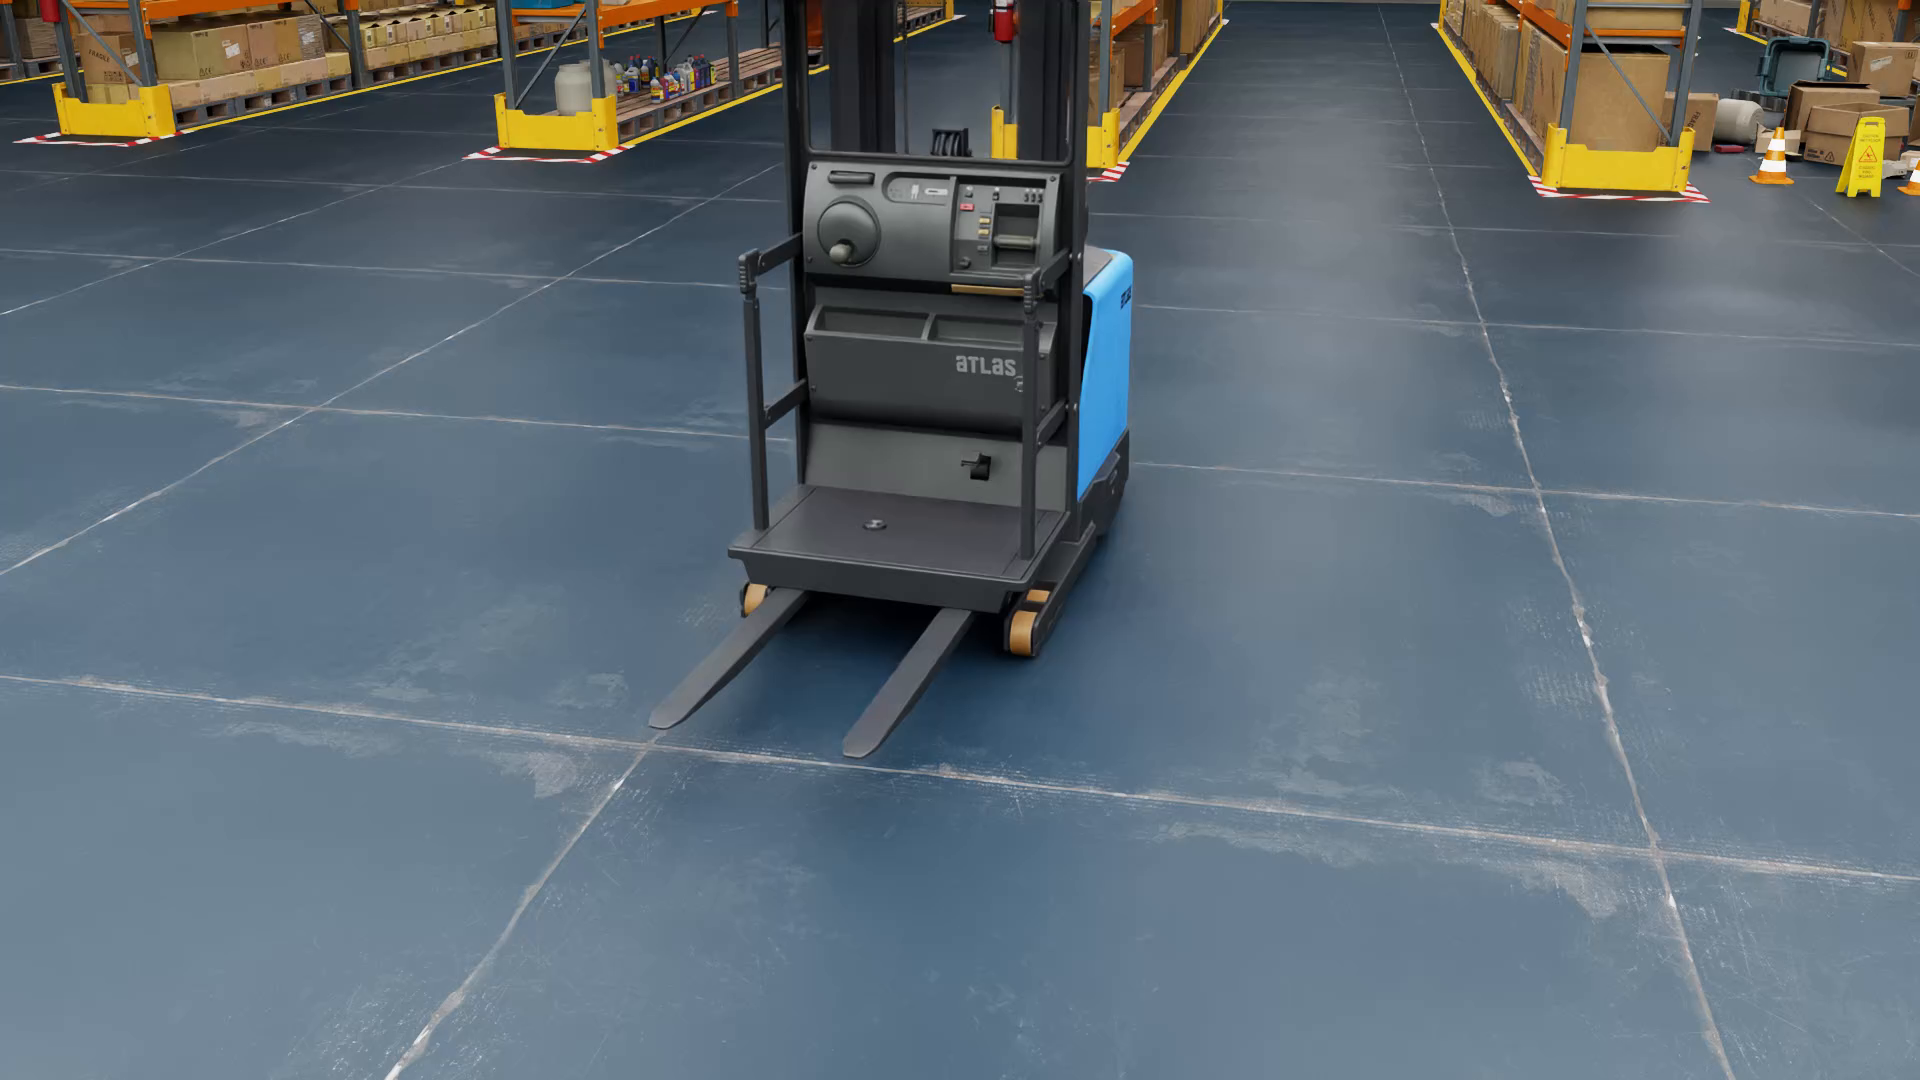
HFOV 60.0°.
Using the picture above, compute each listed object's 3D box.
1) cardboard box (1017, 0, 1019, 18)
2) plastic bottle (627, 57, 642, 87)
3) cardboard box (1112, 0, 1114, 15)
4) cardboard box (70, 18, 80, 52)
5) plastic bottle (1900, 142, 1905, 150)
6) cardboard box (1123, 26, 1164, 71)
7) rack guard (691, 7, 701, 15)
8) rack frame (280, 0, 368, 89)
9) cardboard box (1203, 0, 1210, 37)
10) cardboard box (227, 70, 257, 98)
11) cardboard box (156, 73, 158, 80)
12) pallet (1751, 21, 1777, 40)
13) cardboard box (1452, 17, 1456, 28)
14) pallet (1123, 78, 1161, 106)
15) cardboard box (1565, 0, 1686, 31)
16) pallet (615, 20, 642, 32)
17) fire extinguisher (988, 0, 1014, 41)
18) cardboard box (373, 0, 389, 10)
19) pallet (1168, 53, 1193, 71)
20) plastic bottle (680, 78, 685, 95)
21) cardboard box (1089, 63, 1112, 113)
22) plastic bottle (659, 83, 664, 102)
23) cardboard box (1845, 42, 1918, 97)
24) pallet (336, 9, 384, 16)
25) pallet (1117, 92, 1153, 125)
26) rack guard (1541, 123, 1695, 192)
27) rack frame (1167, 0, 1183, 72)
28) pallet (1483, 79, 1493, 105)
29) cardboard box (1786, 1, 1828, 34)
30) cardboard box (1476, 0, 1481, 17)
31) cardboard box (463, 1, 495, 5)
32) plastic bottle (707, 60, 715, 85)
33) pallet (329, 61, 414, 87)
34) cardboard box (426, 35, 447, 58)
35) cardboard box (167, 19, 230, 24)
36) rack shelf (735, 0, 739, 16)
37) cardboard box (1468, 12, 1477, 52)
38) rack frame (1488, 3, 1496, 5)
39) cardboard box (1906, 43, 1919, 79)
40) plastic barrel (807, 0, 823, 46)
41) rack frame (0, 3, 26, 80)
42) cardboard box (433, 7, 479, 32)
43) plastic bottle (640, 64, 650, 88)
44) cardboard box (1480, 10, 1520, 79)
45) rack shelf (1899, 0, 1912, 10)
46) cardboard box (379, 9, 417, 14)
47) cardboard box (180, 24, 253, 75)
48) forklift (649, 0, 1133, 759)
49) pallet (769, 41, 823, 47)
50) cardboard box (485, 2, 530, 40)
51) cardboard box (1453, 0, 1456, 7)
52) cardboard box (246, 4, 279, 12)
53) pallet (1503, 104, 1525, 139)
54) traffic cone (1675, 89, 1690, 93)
[{"bbox_3d":[0.731,-4.916,15.380,0.380,0.149,0.250,4,22,11],"label":"cardboard box"},{"bbox_3d":[-3.767,-5.395,19.192,0.144,0.351,0.185,4,22,9],"label":"plastic bottle"},{"bbox_3d":[1.237,-4.972,15.519,0.380,0.149,0.250,4,22,11],"label":"cardboard box"},{"bbox_3d":[-12.666,-7.016,23.015,0.700,0.500,0.500,4,22,10],"label":"cardboard box"},{"bbox_3d":[9.294,-3.928,16.524,0.133,0.061,0.283,8,23,20],"label":"plastic bottle"},{"bbox_3d":[2.181,-6.224,21.050,0.700,0.500,0.500,6,23,15],"label":"cardboard box"},{"bbox_3d":[-5.573,-10.333,31.841,1.175,0.500,0.348,4,22,11],"label":"rack guard"},{"bbox_3d":[-8.006,-7.132,20.546,1.000,3.000,0.127,4,22,11],"label":"rack frame"},{"bbox_3d":[3.213,-8.274,25.666,1.225,0.875,0.875,5,22,11],"label":"cardboard box"},{"bbox_3d":[-8.294,-5.133,18.702,0.500,0.250,0.500,4,22,11],"label":"cardboard box"},{"bbox_3d":[-8.911,-4.990,18.348,0.500,0.250,0.500,4,22,11],"label":"cardboard box"},{"bbox_3d":[13.755,-8.416,27.469,1.003,0.211,1.213,4,22,11],"label":"pallet"},{"bbox_3d":[8.116,-8.306,26.716,0.380,0.149,0.250,4,22,11],"label":"cardboard box"},{"bbox_3d":[1.849,-5.366,19.896,1.003,0.211,1.213,4,22,11],"label":"pallet"},{"bbox_3d":[5.742,-4.706,14.322,0.875,0.550,0.550,4,22,11],"label":"cardboard box"},{"bbox_3d":[-6.232,-9.015,28.955,1.003,0.211,1.213,4,22,11],"label":"pallet"},{"bbox_3d":[0.401,-4.870,15.033,0.296,0.674,0.183,4,22,11],"label":"fire extinguisher"},{"bbox_3d":[-10.865,-9.918,30.249,0.700,0.500,0.500,4,22,10],"label":"cardboard box"},{"bbox_3d":[2.742,-6.827,23.522,1.003,0.211,1.213,4,22,11],"label":"pallet"},{"bbox_3d":[-3.146,-5.108,18.679,0.097,0.201,0.097,0,22,0],"label":"plastic bottle"},{"bbox_3d":[1.254,-4.623,17.102,0.500,0.500,0.500,7,23,16],"label":"cardboard box"},{"bbox_3d":[-3.277,-4.873,18.095,0.097,0.201,0.097,0,22,0],"label":"plastic bottle"},{"bbox_3d":[9.644,-4.936,17.427,0.500,0.500,0.500,4,22,11],"label":"cardboard box"},{"bbox_3d":[-10.992,-9.412,29.941,1.003,0.211,1.213,4,22,11],"label":"pallet"},{"bbox_3d":[1.589,-4.833,18.572,1.003,0.211,1.213,4,22,11],"label":"pallet"},{"bbox_3d":[5.705,-3.329,14.450,1.175,0.500,0.348,4,22,11],"label":"rack guard"},{"bbox_3d":[2.508,-7.838,22.300,1.000,3.000,0.127,4,22,11],"label":"rack frame"},{"bbox_3d":[6.857,-5.402,19.984,1.003,0.211,1.213,4,22,11],"label":"pallet"},{"bbox_3d":[13.441,-8.101,25.819,0.875,0.438,0.875,4,22,9],"label":"cardboard box"},{"bbox_3d":[7.318,-7.262,22.649,0.500,0.250,0.500,5,22,12],"label":"cardboard box"},{"bbox_3d":[-7.228,-7.999,25.457,0.500,0.500,0.500,5,23,13],"label":"cardboard box"},{"bbox_3d":[-2.933,-5.496,19.531,0.061,0.283,0.133,6,23,14],"label":"plastic bottle"},{"bbox_3d":[-7.894,-6.111,21.743,1.003,0.211,1.213,4,22,11],"label":"pallet"},{"bbox_3d":[-7.367,-6.742,22.697,0.500,0.250,0.500,5,22,12],"label":"cardboard box"},{"bbox_3d":[-8.711,-5.704,19.117,0.500,0.500,0.500,4,22,11],"label":"cardboard box"},{"bbox_3d":[-2.749,-7.150,21.555,1.077,0.370,4.000,4,22,11],"label":"rack shelf"},{"bbox_3d":[7.423,-7.103,23.259,0.500,0.500,0.500,3,22,9],"label":"cardboard box"},{"bbox_3d":[7.343,-7.423,21.269,1.000,3.000,0.127,4,22,11],"label":"rack frame"},{"bbox_3d":[12.084,-5.852,20.325,0.950,0.372,0.625,3,22,7],"label":"cardboard box"},{"bbox_3d":[-2.258,-7.584,24.012,0.600,0.830,0.708,4,22,11],"label":"plastic barrel"},{"bbox_3d":[-12.856,-7.508,21.480,1.000,3.000,0.127,4,22,11],"label":"rack frame"},{"bbox_3d":[-7.155,-7.373,23.513,0.500,0.311,0.500,4,22,10],"label":"cardboard box"},{"bbox_3d":[-3.640,-5.365,19.223,0.097,0.271,0.097,0,22,0],"label":"plastic bottle"},{"bbox_3d":[6.955,-6.038,20.281,1.050,0.750,0.750,5,22,12],"label":"cardboard box"},{"bbox_3d":[11.801,-6.017,18.742,1.077,0.370,4.000,4,22,11],"label":"rack shelf"},{"bbox_3d":[-7.789,-7.226,23.147,0.500,0.311,0.500,4,22,9],"label":"cardboard box"},{"bbox_3d":[-8.305,-5.482,18.564,0.500,0.500,0.500,4,22,11],"label":"cardboard box"},{"bbox_3d":[-0.167,-1.112,5.692,1.130,2.935,3.031,6,23,15],"label":"forklift"},{"bbox_3d":[-2.221,-7.213,24.482,1.003,0.211,1.213,4,22,11],"label":"pallet"},{"bbox_3d":[-6.817,-7.784,24.922,0.500,0.500,0.500,5,23,13],"label":"cardboard box"},{"bbox_3d":[8.171,-8.667,26.815,0.380,0.149,0.250,4,22,9],"label":"cardboard box"},{"bbox_3d":[-11.576,-8.747,26.873,0.750,0.750,0.750,4,22,11],"label":"cardboard box"},{"bbox_3d":[6.295,-4.394,17.482,1.003,0.211,1.213,4,22,11],"label":"pallet"},{"bbox_3d":[8.278,-5.159,19.043,0.336,0.463,0.334,4,22,11],"label":"traffic cone"}]
